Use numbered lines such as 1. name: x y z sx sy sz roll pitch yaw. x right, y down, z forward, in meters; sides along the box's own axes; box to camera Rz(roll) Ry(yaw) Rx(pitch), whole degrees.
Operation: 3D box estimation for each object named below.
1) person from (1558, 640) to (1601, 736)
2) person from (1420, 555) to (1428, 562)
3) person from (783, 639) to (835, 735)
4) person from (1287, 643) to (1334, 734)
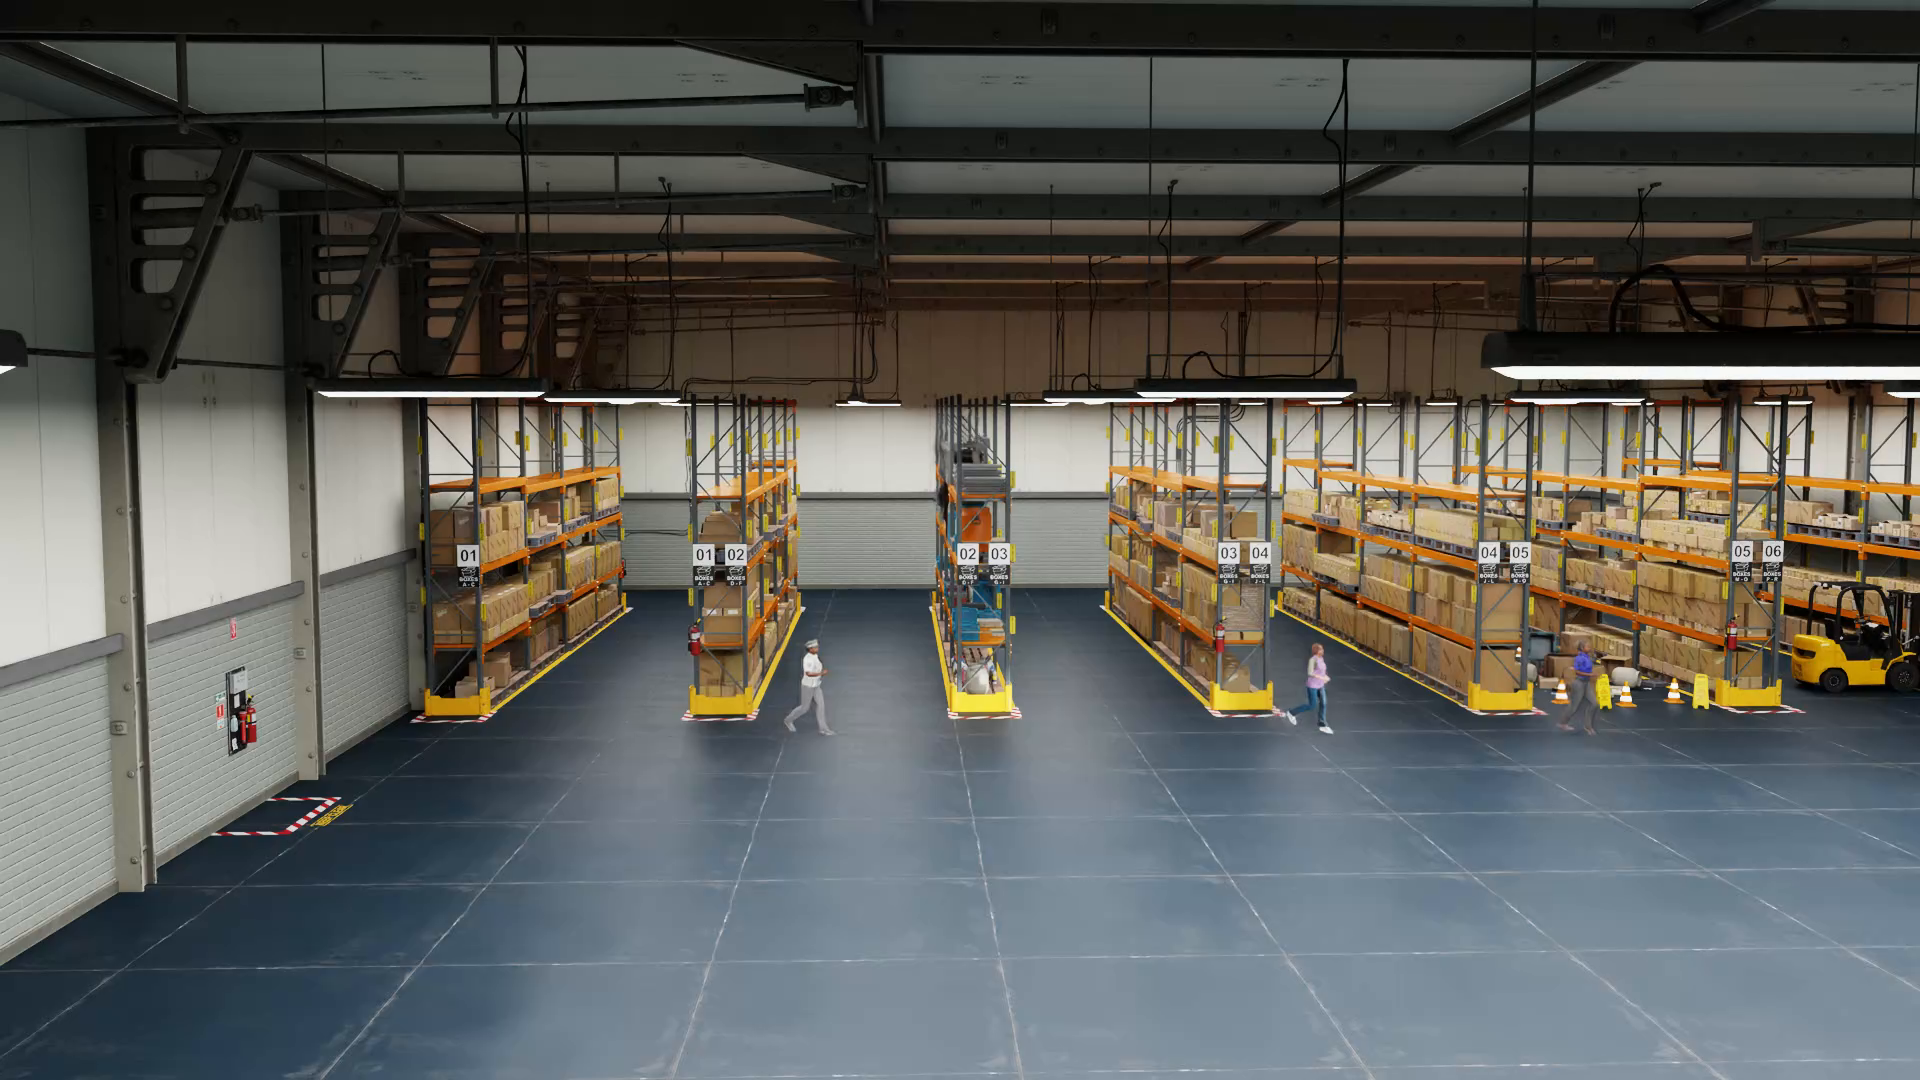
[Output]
1. person: 10.925 2.613 29.267 0.752 1.716 0.565 4 6 45
2. person: 13.766 1.044 49.320 0.740 1.626 0.605 1 5 11
3. person: -2.636 2.562 29.108 0.938 1.684 0.573 1 5 18
4. person: 6.255 2.619 29.524 0.840 1.590 0.550 3 5 34
